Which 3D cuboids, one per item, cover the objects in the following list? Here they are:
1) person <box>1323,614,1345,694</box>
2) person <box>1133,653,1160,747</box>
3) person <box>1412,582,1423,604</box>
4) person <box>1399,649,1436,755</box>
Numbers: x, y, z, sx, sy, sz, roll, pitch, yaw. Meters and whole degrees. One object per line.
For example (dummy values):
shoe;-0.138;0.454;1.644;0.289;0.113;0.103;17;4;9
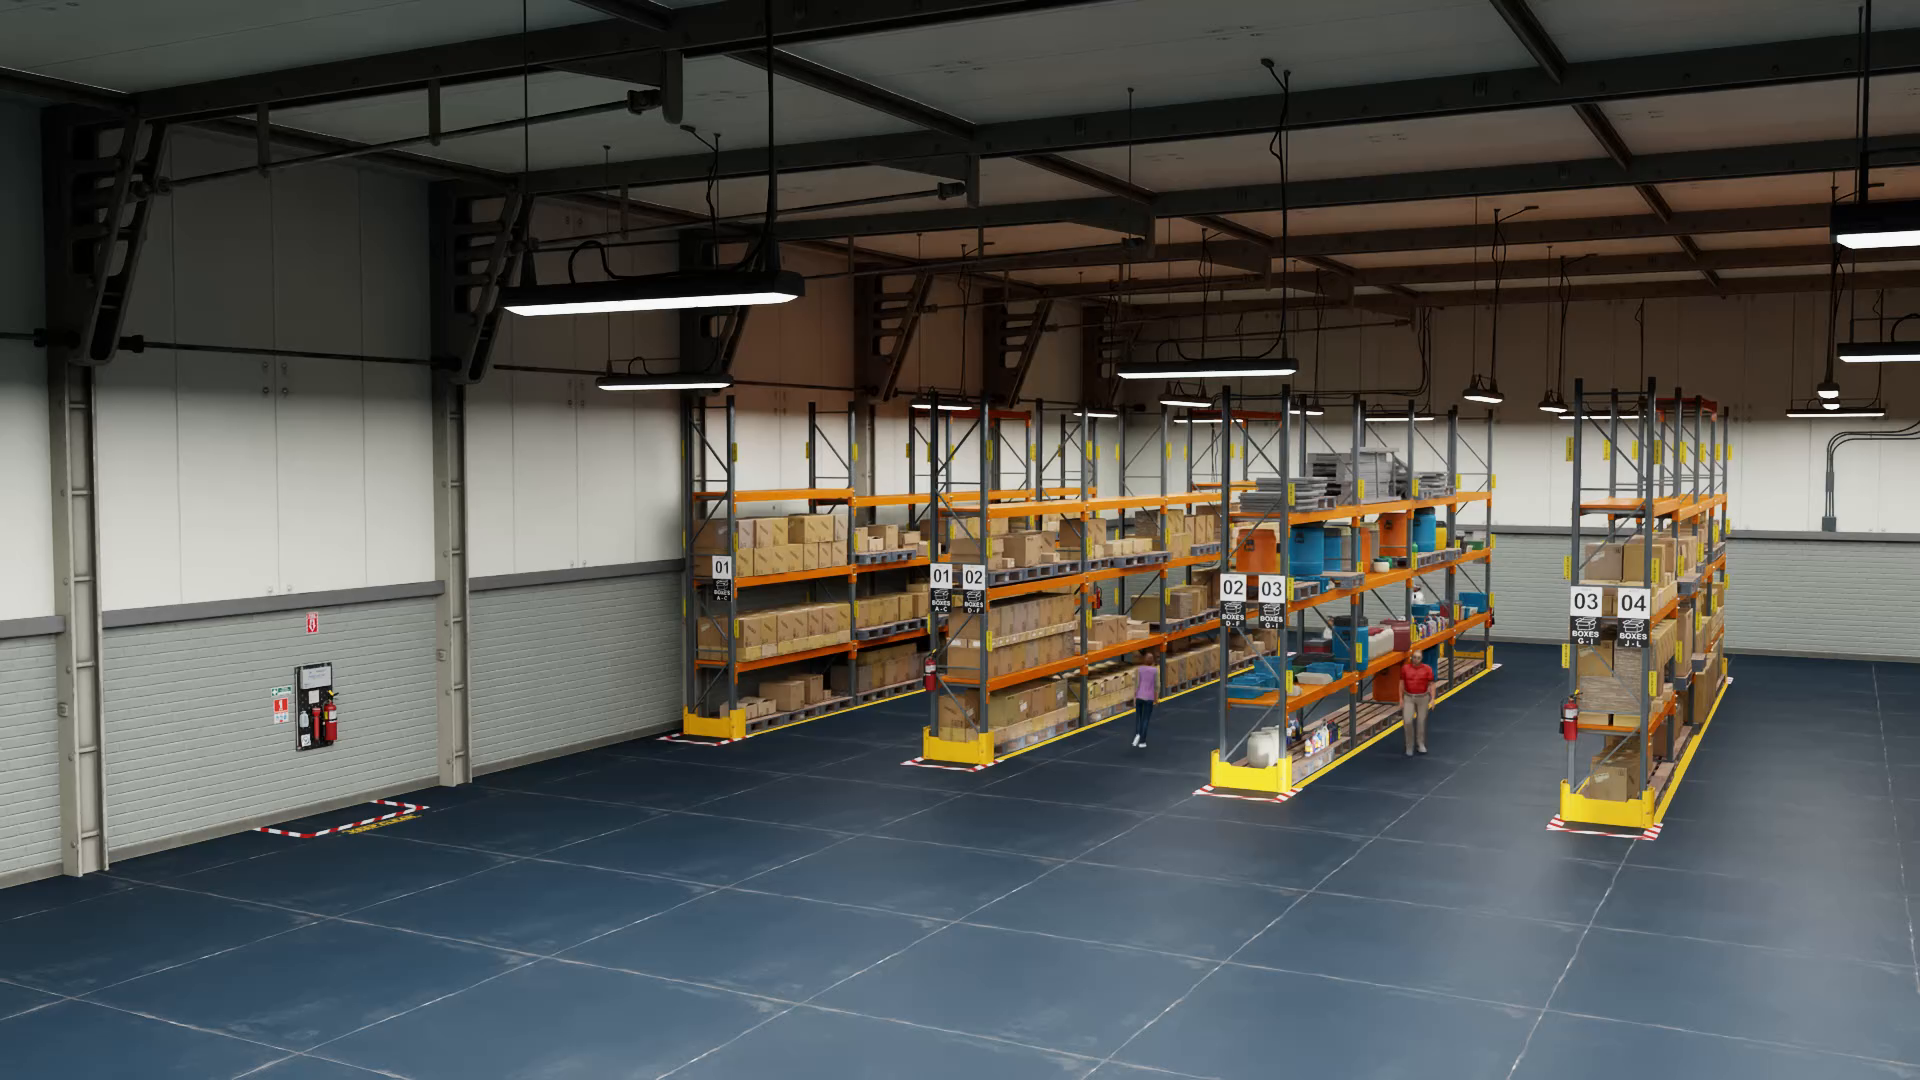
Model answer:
person;7.797;2.363;34.620;0.494;1.652;0.550;-3;4;-42
person;3.150;2.712;28.149;0.429;1.604;0.448;1;3;22
person;11.823;1.899;42.862;0.752;1.659;0.463;0;3;-8
person;7.592;2.720;27.619;0.592;1.823;0.488;1;3;18
